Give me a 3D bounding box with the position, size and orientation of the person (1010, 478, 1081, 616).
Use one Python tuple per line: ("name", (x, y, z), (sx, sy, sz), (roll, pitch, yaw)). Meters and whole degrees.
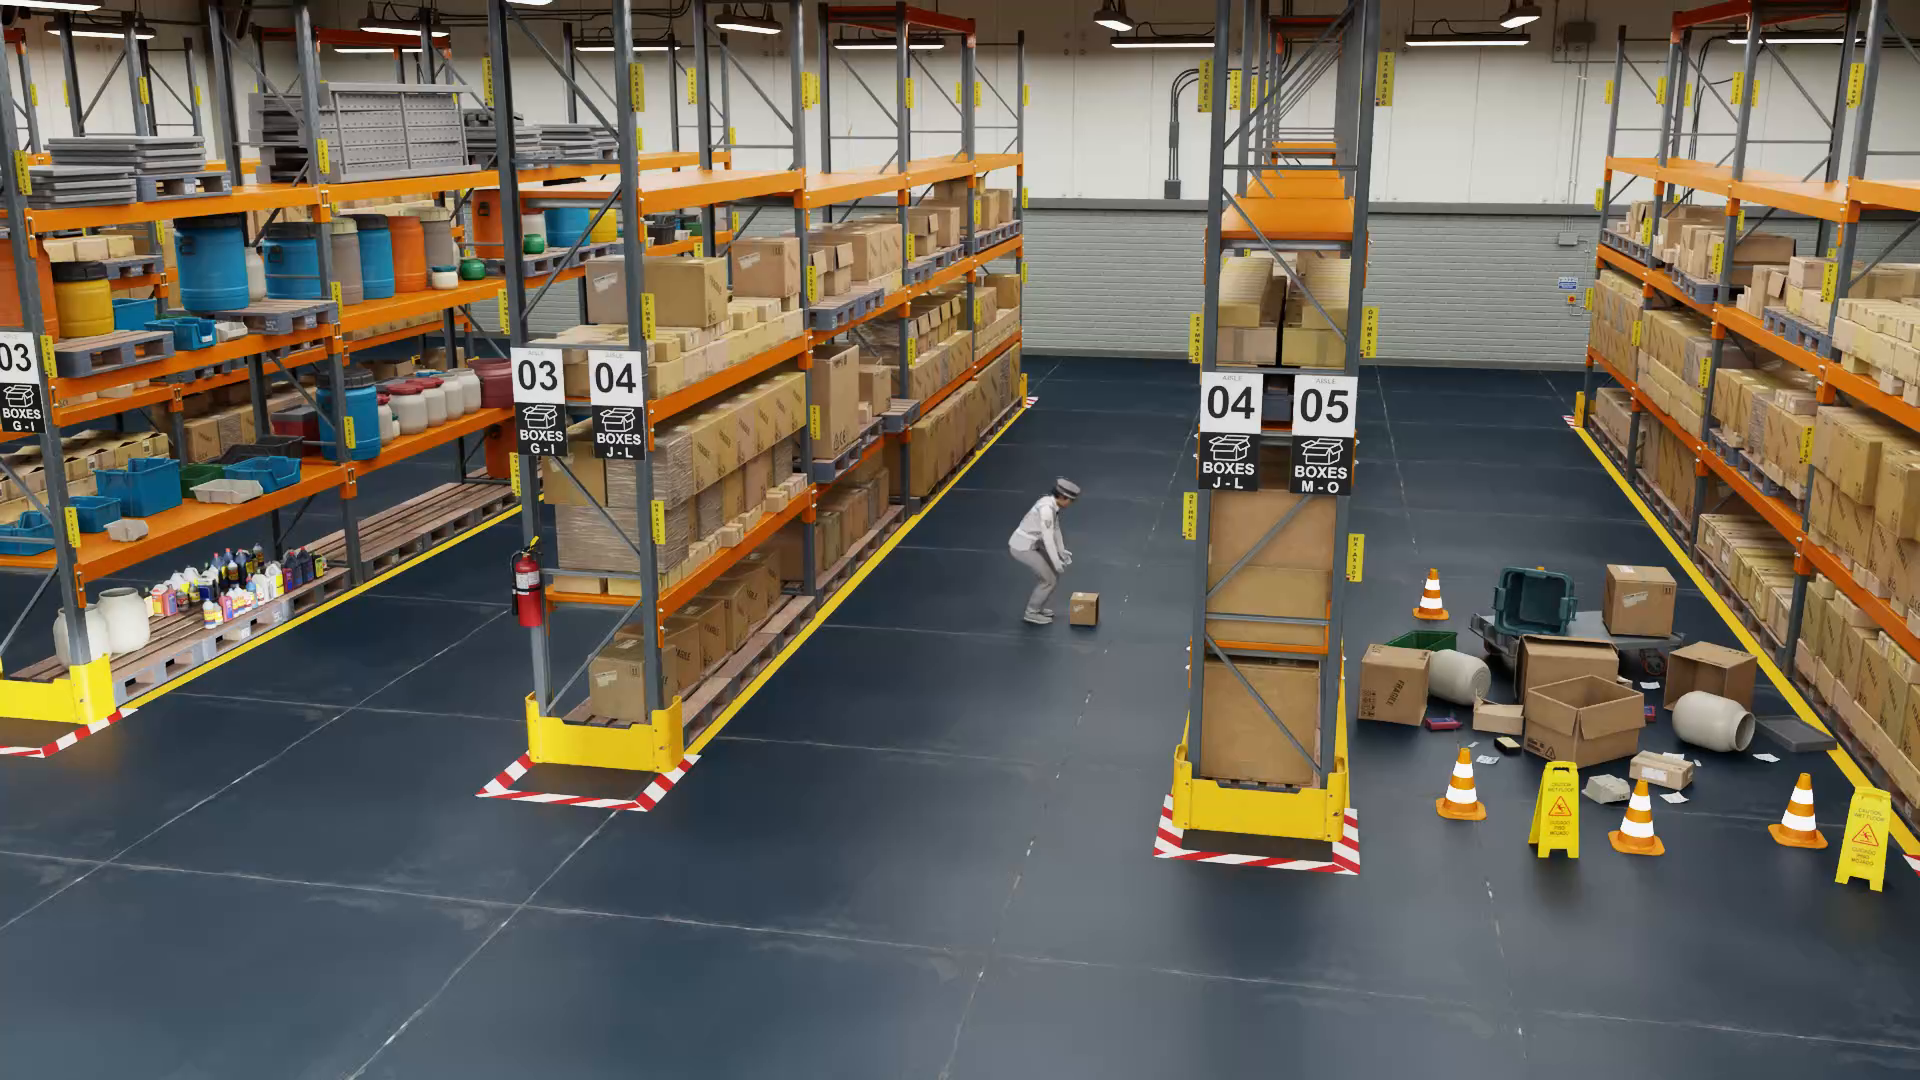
("person", (0.830, 0.061, 16.175), (0.675, 1.333, 0.445), (3, 15, 11))
